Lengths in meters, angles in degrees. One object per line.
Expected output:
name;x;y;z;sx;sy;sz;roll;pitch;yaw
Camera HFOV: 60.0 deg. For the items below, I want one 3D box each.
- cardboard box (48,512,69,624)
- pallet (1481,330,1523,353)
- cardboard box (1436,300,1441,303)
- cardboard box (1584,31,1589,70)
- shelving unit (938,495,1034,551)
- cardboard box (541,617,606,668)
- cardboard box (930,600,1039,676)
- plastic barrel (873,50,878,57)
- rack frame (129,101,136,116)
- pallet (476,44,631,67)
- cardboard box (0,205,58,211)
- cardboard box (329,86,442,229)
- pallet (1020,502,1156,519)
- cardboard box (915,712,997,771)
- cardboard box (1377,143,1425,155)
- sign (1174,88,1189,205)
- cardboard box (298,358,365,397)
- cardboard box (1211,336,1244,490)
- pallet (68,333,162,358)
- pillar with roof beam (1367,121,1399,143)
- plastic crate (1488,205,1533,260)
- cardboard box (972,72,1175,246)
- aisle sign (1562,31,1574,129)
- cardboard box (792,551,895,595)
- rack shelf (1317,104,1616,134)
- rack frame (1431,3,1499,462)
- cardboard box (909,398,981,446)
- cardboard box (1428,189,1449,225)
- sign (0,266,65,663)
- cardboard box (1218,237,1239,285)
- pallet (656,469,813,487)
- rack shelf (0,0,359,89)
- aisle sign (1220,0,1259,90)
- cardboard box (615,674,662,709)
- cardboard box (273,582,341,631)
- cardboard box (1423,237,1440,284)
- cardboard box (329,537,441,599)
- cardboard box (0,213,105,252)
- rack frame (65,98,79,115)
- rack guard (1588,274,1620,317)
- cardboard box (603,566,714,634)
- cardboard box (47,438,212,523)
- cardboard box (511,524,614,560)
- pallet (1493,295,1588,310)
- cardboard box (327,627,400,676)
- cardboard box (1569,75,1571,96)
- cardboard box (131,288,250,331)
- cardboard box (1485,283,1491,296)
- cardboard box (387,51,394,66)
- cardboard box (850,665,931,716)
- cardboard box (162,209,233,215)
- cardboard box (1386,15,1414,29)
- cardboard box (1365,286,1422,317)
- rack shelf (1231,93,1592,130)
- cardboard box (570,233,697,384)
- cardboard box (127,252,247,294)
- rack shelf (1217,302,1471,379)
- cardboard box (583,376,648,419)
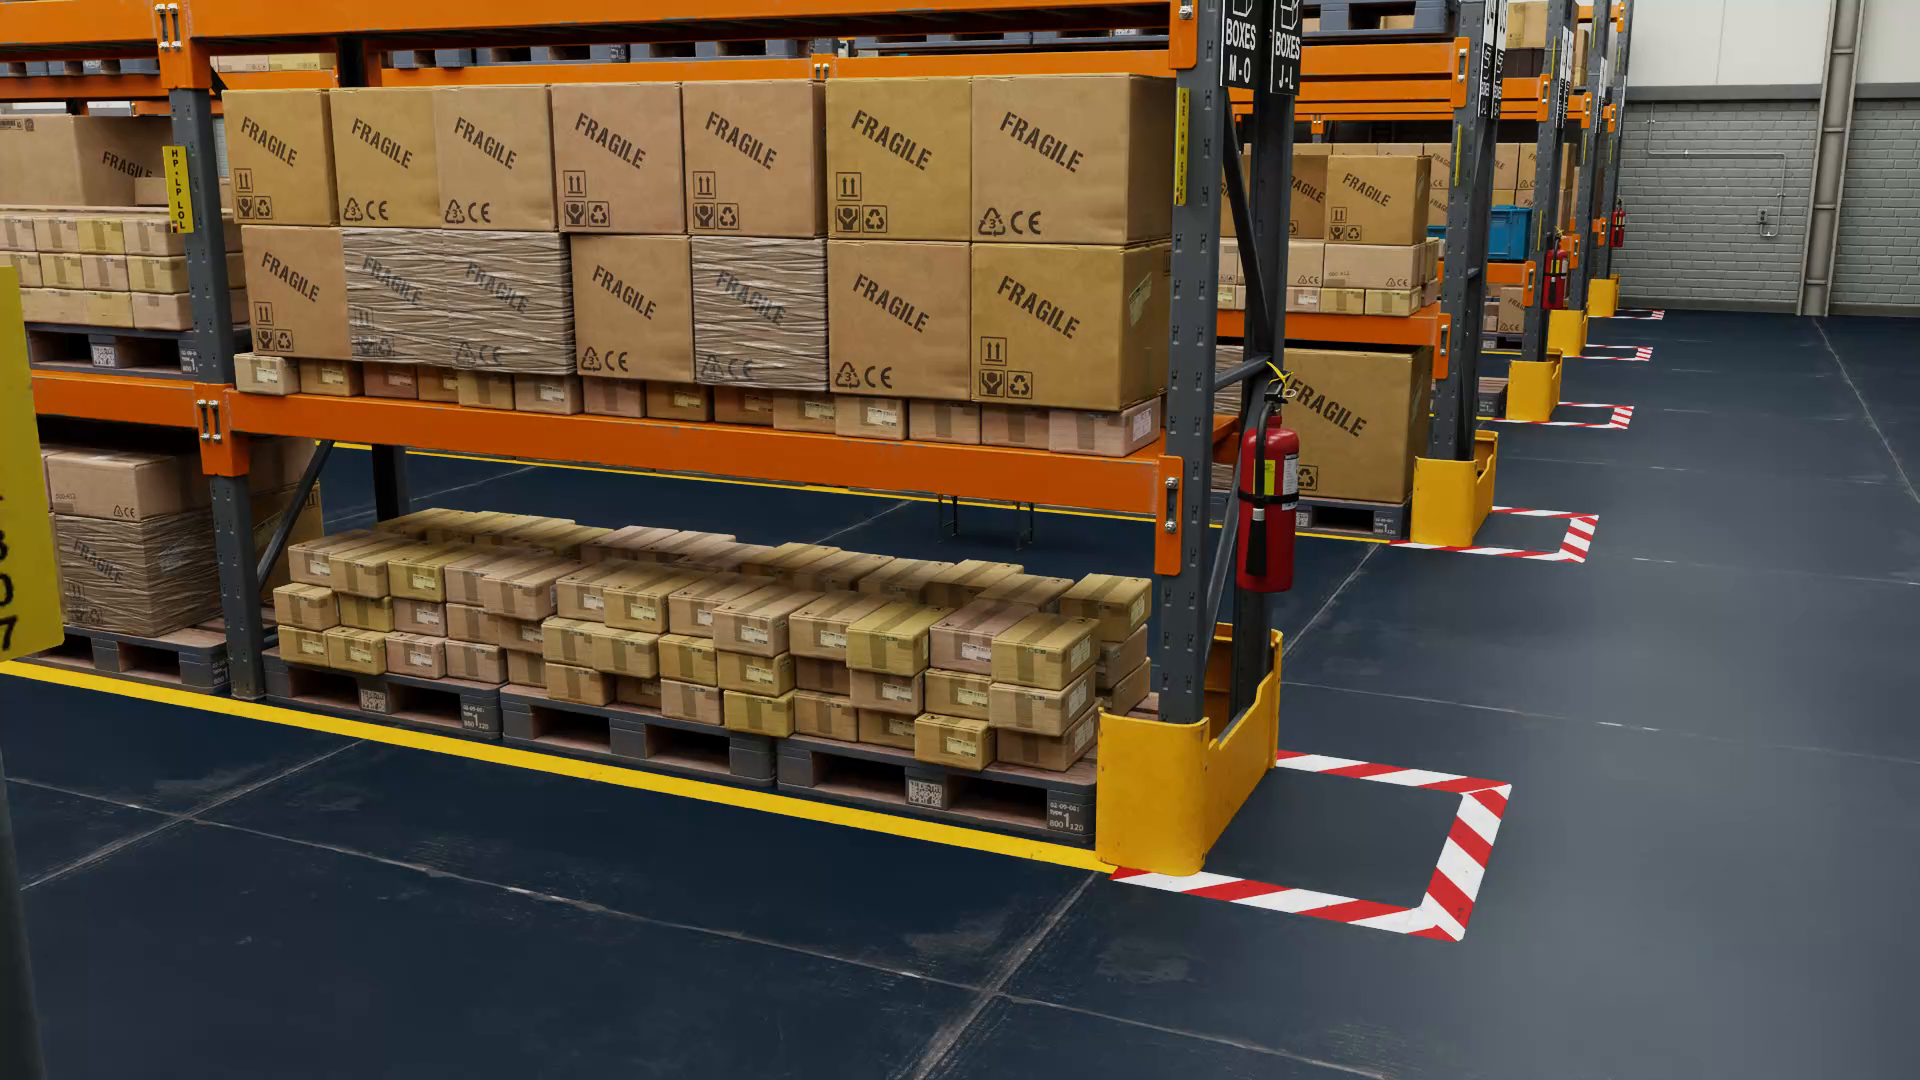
cardboard box;-4.024;0.053;7.515;0.500;0.500;0.500;5;14;22
pallet;6.199;-2.344;19.284;1.213;0.211;1.003;6;14;23
cardboard box;5.701;-2.699;19.747;0.500;0.250;0.500;6;14;23
cardboard box;8.431;-6.780;23.065;0.500;0.500;0.500;5;14;21
shelving unit;0.151;-0.569;9.553;0.503;1.200;0.258;6;14;23
cardboard box;-1.377;0.355;6.345;0.250;0.149;0.380;6;14;23
cardboard box;0.087;0.337;5.773;0.250;0.149;0.380;6;15;24
plastic barrel;-0.645;-4.926;16.397;0.433;0.535;0.433;0;13;0
rack frame;-9.641;-4.068;20.523;0.127;3.000;1.000;6;14;23
pallet;-2.699;-3.510;11.994;1.213;0.211;1.003;7;15;26
cardboard box;-4.619;-1.568;8.200;0.250;0.149;0.380;7;15;26
cardboard box;-1.983;-1.439;6.262;0.500;0.500;0.500;5;14;22
pallet;1.108;-0.366;10.852;1.213;0.211;1.003;6;14;23
cardboard box;0.039;0.650;5.741;0.250;0.149;0.380;6;15;25
cardboard box;5.072;-4.282;19.028;0.500;0.500;0.500;6;15;25
sign;0.637;-1.129;4.776;0.005;0.325;0.100;6;14;23
cardboard box;-2.384;-0.671;6.597;0.250;0.149;0.380;6;15;25
cardboard box;1.532;-0.849;10.540;0.875;0.875;0.875;6;14;23
pallet;-4.608;-0.998;7.862;1.213;0.211;1.003;6;14;23
pillar with roof beam;4.590;-7.164;20.586;0.400;9.000;9.100;6;14;23
plastic crate;4.606;-2.625;14.169;0.499;0.435;0.616;6;14;23
cardboard box;0.361;-1.197;5.229;0.500;0.500;0.500;5;14;22
aisle sign;5.174;-3.908;14.153;0.004;0.787;0.394;6;14;23
cardboard box;-0.450;0.165;6.506;0.250;0.149;0.380;6;15;25
rack shelf;7.172;-5.951;23.561;4.000;0.370;1.077;6;14;23
rack frame;2.982;-1.553;9.805;0.127;3.000;1.000;6;14;23
cardboard box;0.020;-0.426;5.553;0.250;0.149;0.380;6;14;23
cardboard box;5.548;-3.749;18.948;0.500;0.500;0.500;6;14;24
sign;-0.802;-0.058;1.368;0.005;0.325;0.100;6;14;23
cardboard box;1.502;-1.708;10.144;0.500;0.250;0.500;5;14;21
pallet;-1.411;-0.621;11.938;1.213;0.211;1.003;6;14;23
rack shelf;-4.605;-2.191;7.536;4.000;0.370;1.077;6;14;23
aisle sign;0.826;-1.722;4.837;0.004;0.787;0.394;6;14;23
cardboard box;-1.100;0.508;6.345;0.250;0.149;0.380;6;15;25
cardboard box;-2.575;0.243;6.823;0.250;0.149;0.380;7;15;26
cardboard box;2.652;-1.725;10.218;0.500;0.250;0.500;5;14;22
cardboard box;-2.318;0.111;6.735;0.250;0.149;0.380;7;15;26
cardboard box;-3.944;-1.337;7.217;0.250;0.149;0.380;6;14;23
rack frame;-7.990;-2.663;14.537;0.127;3.000;1.000;6;14;23
rack guard;9.023;-3.437;23.308;0.348;0.500;1.175;6;14;23
cardboard box;-1.127;0.223;6.258;0.250;0.149;0.380;6;14;24
cardboard box;-3.560;-0.265;7.228;0.500;0.250;0.500;5;14;22
cardboard box;-1.660;0.054;6.980;0.250;0.149;0.380;6;15;25
pallet;8.238;-3.356;23.597;1.213;0.211;1.003;6;14;23
cardboard box;-2.331;0.413;6.751;0.250;0.149;0.380;6;15;25
cardboard box;6.421;-5.001;18.264;0.500;0.250;0.500;6;14;23
cardboard box;-3.220;-0.974;6.968;0.250;0.149;0.380;5;14;22
cardboard box;7.403;-3.780;23.852;0.500;0.500;0.700;5;14;21
cardboard box;-4.659;-3.777;13.046;0.500;0.250;0.500;6;15;24
cardboard box;-0.194;0.476;5.831;0.250;0.149;0.380;5;14;21
cardboard box;-3.441;-1.449;7.693;0.250;0.149;0.380;6;14;24
cardboard box;5.179;-5.815;18.996;0.500;0.500;0.700;6;14;23
cardboard box;2.523;-1.394;9.681;0.250;0.149;0.380;6;15;24
rack shelf;5.169;-4.916;19.150;4.000;0.370;1.077;6;14;23
cardboard box;-1.023;-0.849;5.938;0.500;0.500;0.500;7;15;26
cardboard box;-3.221;-1.119;6.935;0.250;0.149;0.380;6;15;25
rack shelf;1.153;-1.387;10.676;4.000;0.370;1.077;6;14;23
cardboard box;-1.163;-0.552;6.093;0.250;0.149;0.380;6;15;25
